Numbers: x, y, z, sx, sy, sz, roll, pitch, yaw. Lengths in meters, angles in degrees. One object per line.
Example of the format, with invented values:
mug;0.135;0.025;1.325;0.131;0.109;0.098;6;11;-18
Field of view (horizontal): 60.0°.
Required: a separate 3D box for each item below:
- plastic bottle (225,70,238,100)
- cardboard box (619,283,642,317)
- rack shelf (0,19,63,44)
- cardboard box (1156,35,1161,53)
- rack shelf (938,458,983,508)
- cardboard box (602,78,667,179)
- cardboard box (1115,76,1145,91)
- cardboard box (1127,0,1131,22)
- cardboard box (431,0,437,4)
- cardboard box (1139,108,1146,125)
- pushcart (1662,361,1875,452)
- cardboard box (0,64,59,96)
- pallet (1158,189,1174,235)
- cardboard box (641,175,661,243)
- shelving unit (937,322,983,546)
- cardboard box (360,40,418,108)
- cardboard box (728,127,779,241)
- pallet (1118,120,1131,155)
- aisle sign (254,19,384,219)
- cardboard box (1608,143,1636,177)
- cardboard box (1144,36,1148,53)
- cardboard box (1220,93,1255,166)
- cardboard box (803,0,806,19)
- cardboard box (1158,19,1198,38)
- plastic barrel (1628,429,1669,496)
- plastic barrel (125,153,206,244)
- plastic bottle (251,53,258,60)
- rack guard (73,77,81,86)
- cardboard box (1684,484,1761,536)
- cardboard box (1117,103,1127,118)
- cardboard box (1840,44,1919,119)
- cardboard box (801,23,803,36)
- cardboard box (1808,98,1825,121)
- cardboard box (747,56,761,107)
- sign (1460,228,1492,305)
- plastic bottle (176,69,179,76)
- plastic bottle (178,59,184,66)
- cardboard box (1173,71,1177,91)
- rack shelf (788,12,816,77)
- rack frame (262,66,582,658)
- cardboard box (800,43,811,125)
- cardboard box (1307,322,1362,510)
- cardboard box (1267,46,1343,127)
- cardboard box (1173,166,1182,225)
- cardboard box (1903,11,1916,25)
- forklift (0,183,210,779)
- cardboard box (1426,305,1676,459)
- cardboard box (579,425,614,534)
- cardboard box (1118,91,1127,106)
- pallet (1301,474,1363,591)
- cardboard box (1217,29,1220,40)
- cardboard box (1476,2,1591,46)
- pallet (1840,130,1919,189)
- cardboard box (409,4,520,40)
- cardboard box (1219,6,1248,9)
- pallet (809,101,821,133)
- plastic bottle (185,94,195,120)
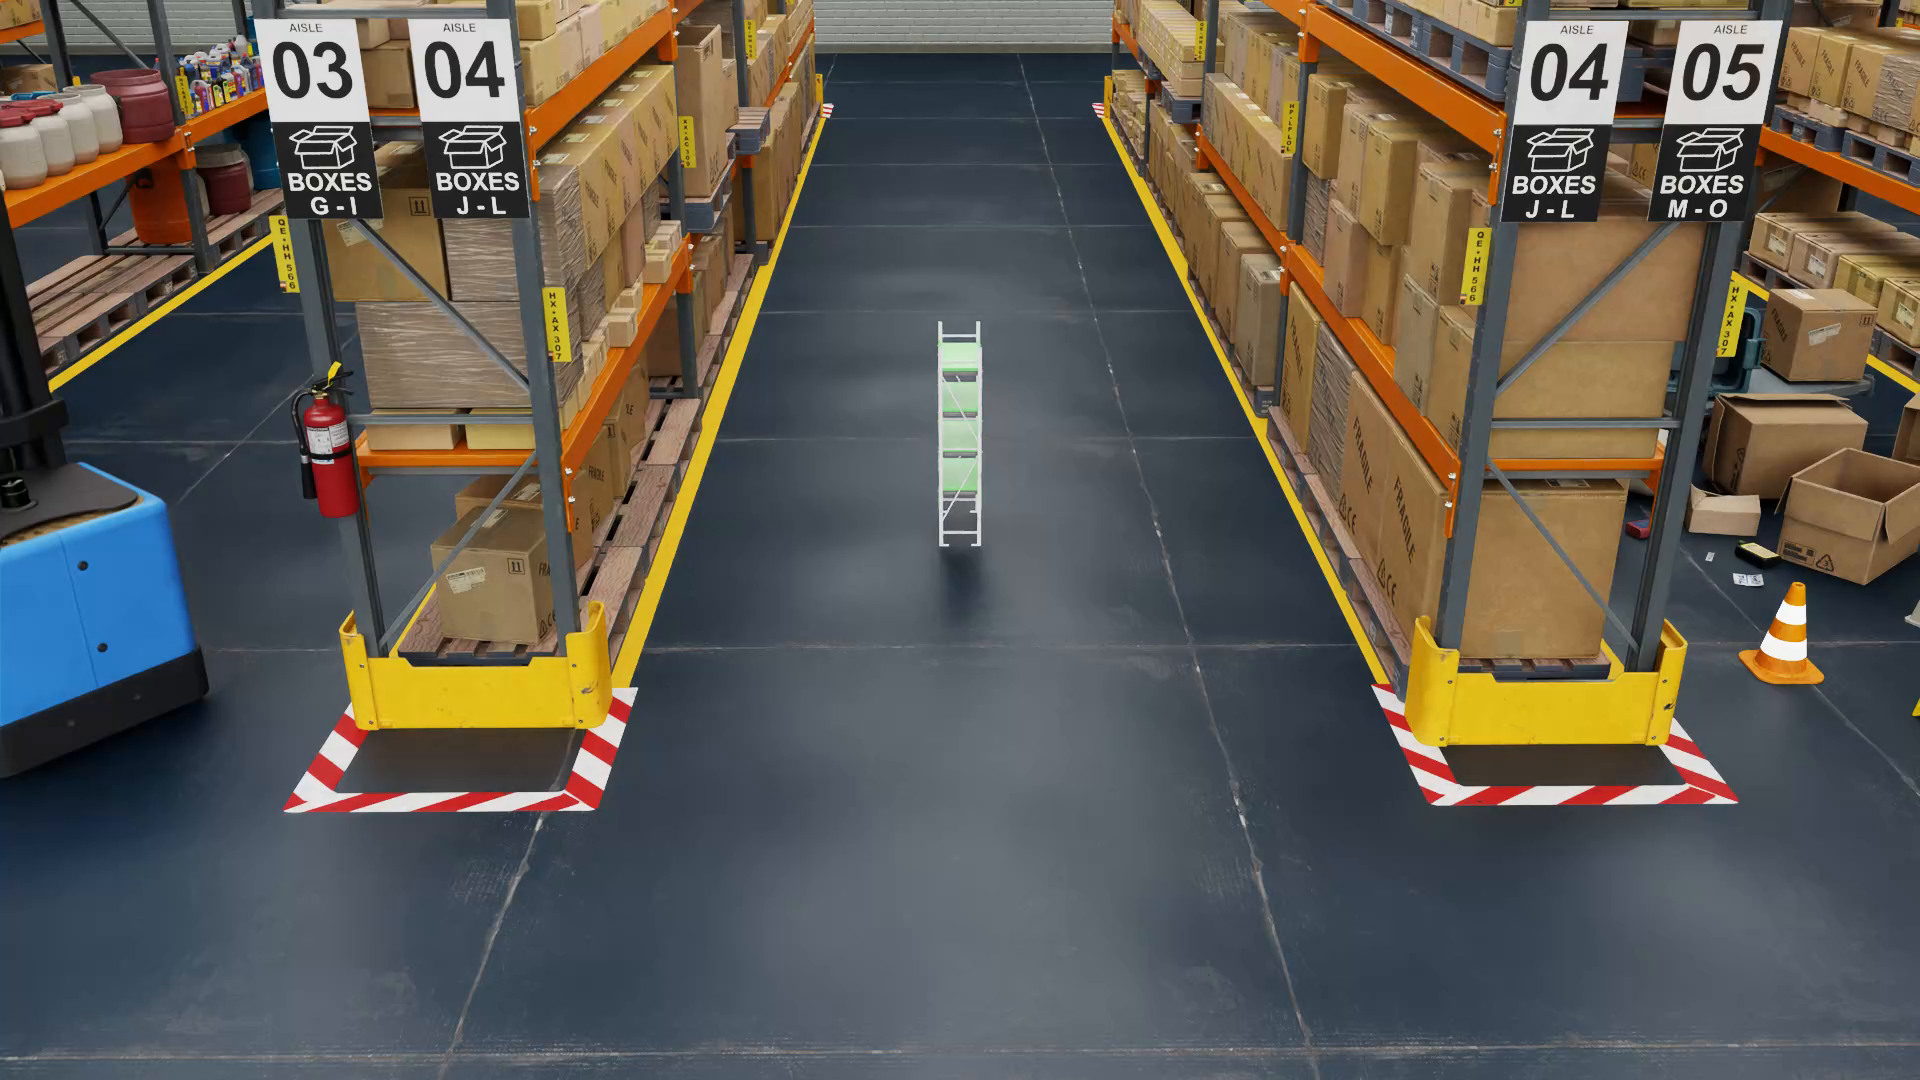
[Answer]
plastic bottle;-6.969;-4.344;15.871;0.097;0.271;0.097;0;24;0
cardboard box;-2.009;-1.348;9.395;0.380;0.149;0.250;0;24;-1
rack shelf;-12.322;-5.918;20.068;1.077;0.370;4.000;0;24;-1
cardboard box;2.130;-4.849;16.265;0.380;0.149;0.250;-1;24;-2
rack shelf;-0.002;-0.338;9.779;0.258;0.148;0.480;0;24;-1
cardboard box;-2.020;-2.414;9.753;0.500;0.500;0.500;0;24;-1
cardboard box;2.186;-5.822;21.211;0.380;0.149;0.250;0;24;-1
cardboard box;2.287;-6.456;19.902;0.500;0.500;0.500;-1;24;-2
cardboard box;-2.603;-2.436;7.555;0.380;0.149;0.250;0;24;0
cardboard box;2.260;-4.859;19.082;0.380;0.149;0.250;0;24;0
pushcart;5.323;-0.987;11.474;1.648;0.377;0.936;-9;26;-19
cardboard box;-12.092;-5.908;21.673;0.500;0.500;0.500;0;24;-1
pallet;2.592;-3.350;16.900;1.003;0.211;1.213;0;24;-1
cardboard box;-2.364;-2.163;10.411;0.875;0.500;0.500;0;24;-1
shelving unit;-0.002;-0.615;9.654;0.258;1.200;0.503;0;24;-1
cardboard box;-2.523;-2.016;7.109;0.500;0.250;0.500;0;24;1
cardboard box;-2.338;-3.324;15.528;1.225;0.875;0.875;-1;24;-3
pallet;2.507;-4.955;20.450;1.003;0.211;1.213;0;24;-1
aisle sign;-2.563;-1.677;6.664;0.394;0.787;0.004;0;24;-1
cardboard box;7.602;-4.477;18.078;0.875;0.875;0.875;0;24;1
cardboard box;2.118;-5.140;17.271;0.380;0.149;0.250;0;24;0
cardboard box;2.358;-3.239;13.150;0.500;0.500;0.500;0;24;-1
cardboard box;-2.157;-6.563;20.441;0.500;0.250;0.500;-1;24;-2
cardboard box;2.132;-4.985;16.205;0.380;0.149;0.250;0;24;1
plastic barrel;4.200;-0.514;10.373;0.512;0.421;0.421;19;30;35
plastic barrel;-7.326;-3.198;15.305;0.600;0.830;0.708;0;24;-1
plastic bottle;-7.133;-4.801;16.880;0.097;0.271;0.097;0;24;0
rack guard;-12.343;-5.899;22.187;1.175;0.500;0.348;0;24;-1
cardboard box;4.514;-0.203;9.876;0.396;0.266;0.258;4;25;9
cardboard box;2.196;-5.453;21.116;0.380;0.149;0.250;0;24;0
cardboard box;7.357;-3.613;13.107;0.500;0.500;0.500;0;24;0
cardboard box;-2.084;-6.116;19.937;0.380;0.149;0.250;-1;24;-2
cardboard box;7.302;-3.573;13.806;0.380;0.149;0.250;-2;24;-4
cardboard box;-2.084;-4.063;14.973;0.500;0.500;0.500;0;24;1
sign;2.154;-1.139;6.936;0.100;0.325;0.005;0;24;-1
plastic bottle;-7.605;-4.453;16.098;0.061;0.283;0.133;0;24;-1
plastic bottle;-7.736;-4.626;16.494;0.097;0.271;0.097;0;24;0
cardboard box;2.144;-4.177;15.141;0.380;0.149;0.250;0;24;-1
rack shelf;-2.416;-5.961;20.163;1.077;0.370;4.000;0;24;-1
rack frame;-2.264;-0.520;7.259;1.000;3.000;0.127;0;24;-1
cardboard box;-2.341;-5.698;20.776;0.875;0.875;0.875;0;24;-1
cardboard box;2.604;-0.741;9.817;0.875;0.875;0.875;0;24;0
cardboard box;2.629;-3.274;12.015;0.700;0.500;0.500;0;24;0
cardboard box;2.339;-3.333;16.004;0.500;0.500;0.500;1;24;2
cardboard box;12.192;-6.613;21.036;0.380;0.149;0.250;0;24;1
forklift;-5.070;-0.762;7.878;3.031;2.935;1.130;18;30;34
cardboard box;2.648;-0.721;7.523;0.875;0.550;0.550;0;24;-1
cardboard box;-2.282;-0.334;9.372;0.500;0.500;0.500;2;24;4
cardboard box;2.204;-5.584;21.047;0.380;0.149;0.250;0;24;1
pallet;2.600;-0.060;9.627;1.003;0.211;1.213;0;24;-1
cardboard box;2.781;-5.064;16.741;0.380;0.149;0.250;-1;24;-3
cardboard box;2.355;-2.125;6.842;0.380;0.149;0.250;0;24;-1
pallet;7.621;-2.958;12.883;1.003;0.211;1.213;0;24;-1
cardboard box;-2.035;-2.114;6.843;0.380;0.149;0.250;0;24;-1
cardboard box;2.770;-5.411;17.148;0.380;0.149;0.250;-1;24;-2
pallet;-2.351;-5.513;21.683;1.003;0.211;1.213;0;24;-1
plastic bottle;-6.985;-3.917;14.922;0.152;0.276;0.135;0;24;-1
